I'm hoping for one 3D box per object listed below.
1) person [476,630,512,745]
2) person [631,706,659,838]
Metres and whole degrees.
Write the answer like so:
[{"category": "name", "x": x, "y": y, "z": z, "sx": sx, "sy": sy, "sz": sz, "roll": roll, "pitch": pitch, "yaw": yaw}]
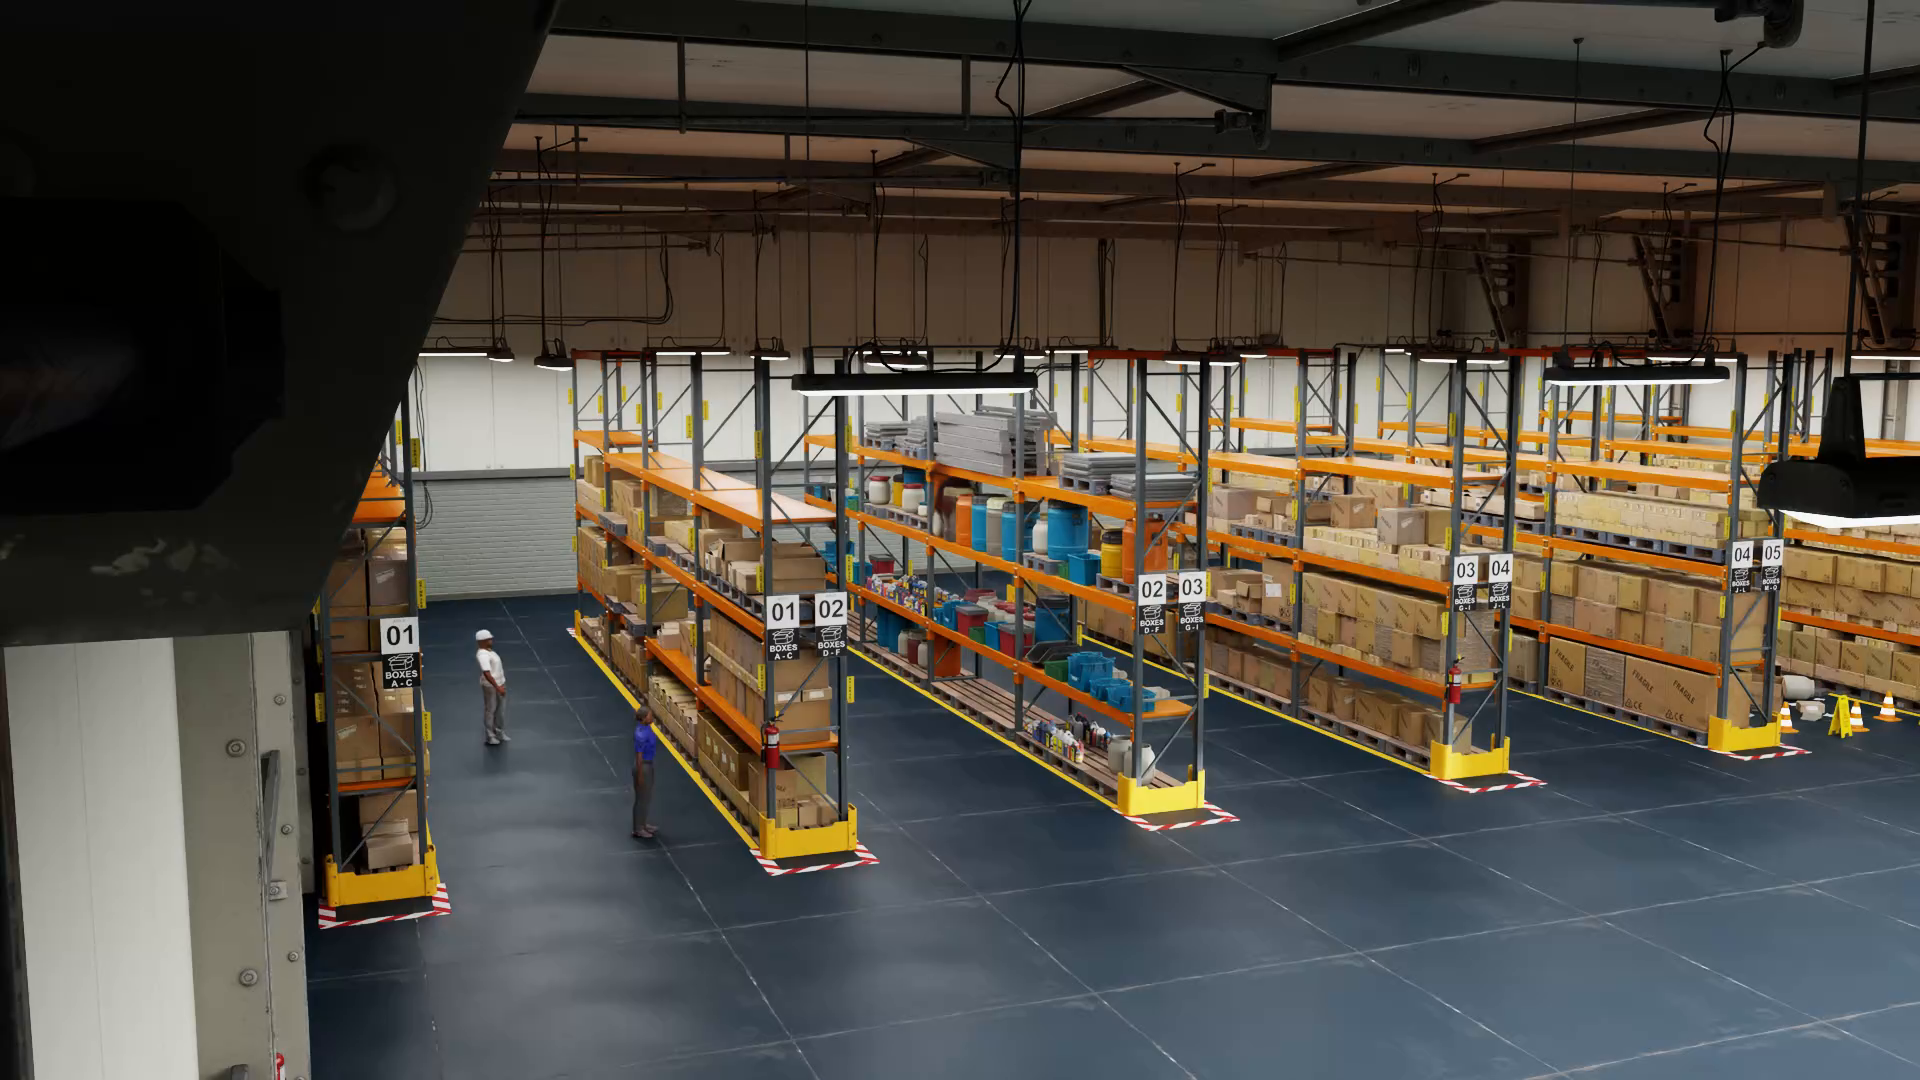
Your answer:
[{"category": "person", "x": -7.207, "y": 2.278, "z": 25.742, "sx": 0.641, "sy": 1.794, "sz": 0.620, "roll": 3, "pitch": 8, "yaw": 20}, {"category": "person", "x": -3.979, "y": 2.911, "z": 20.993, "sx": 0.326, "sy": 1.667, "sz": 0.563, "roll": 0, "pitch": 7, "yaw": -1}]
